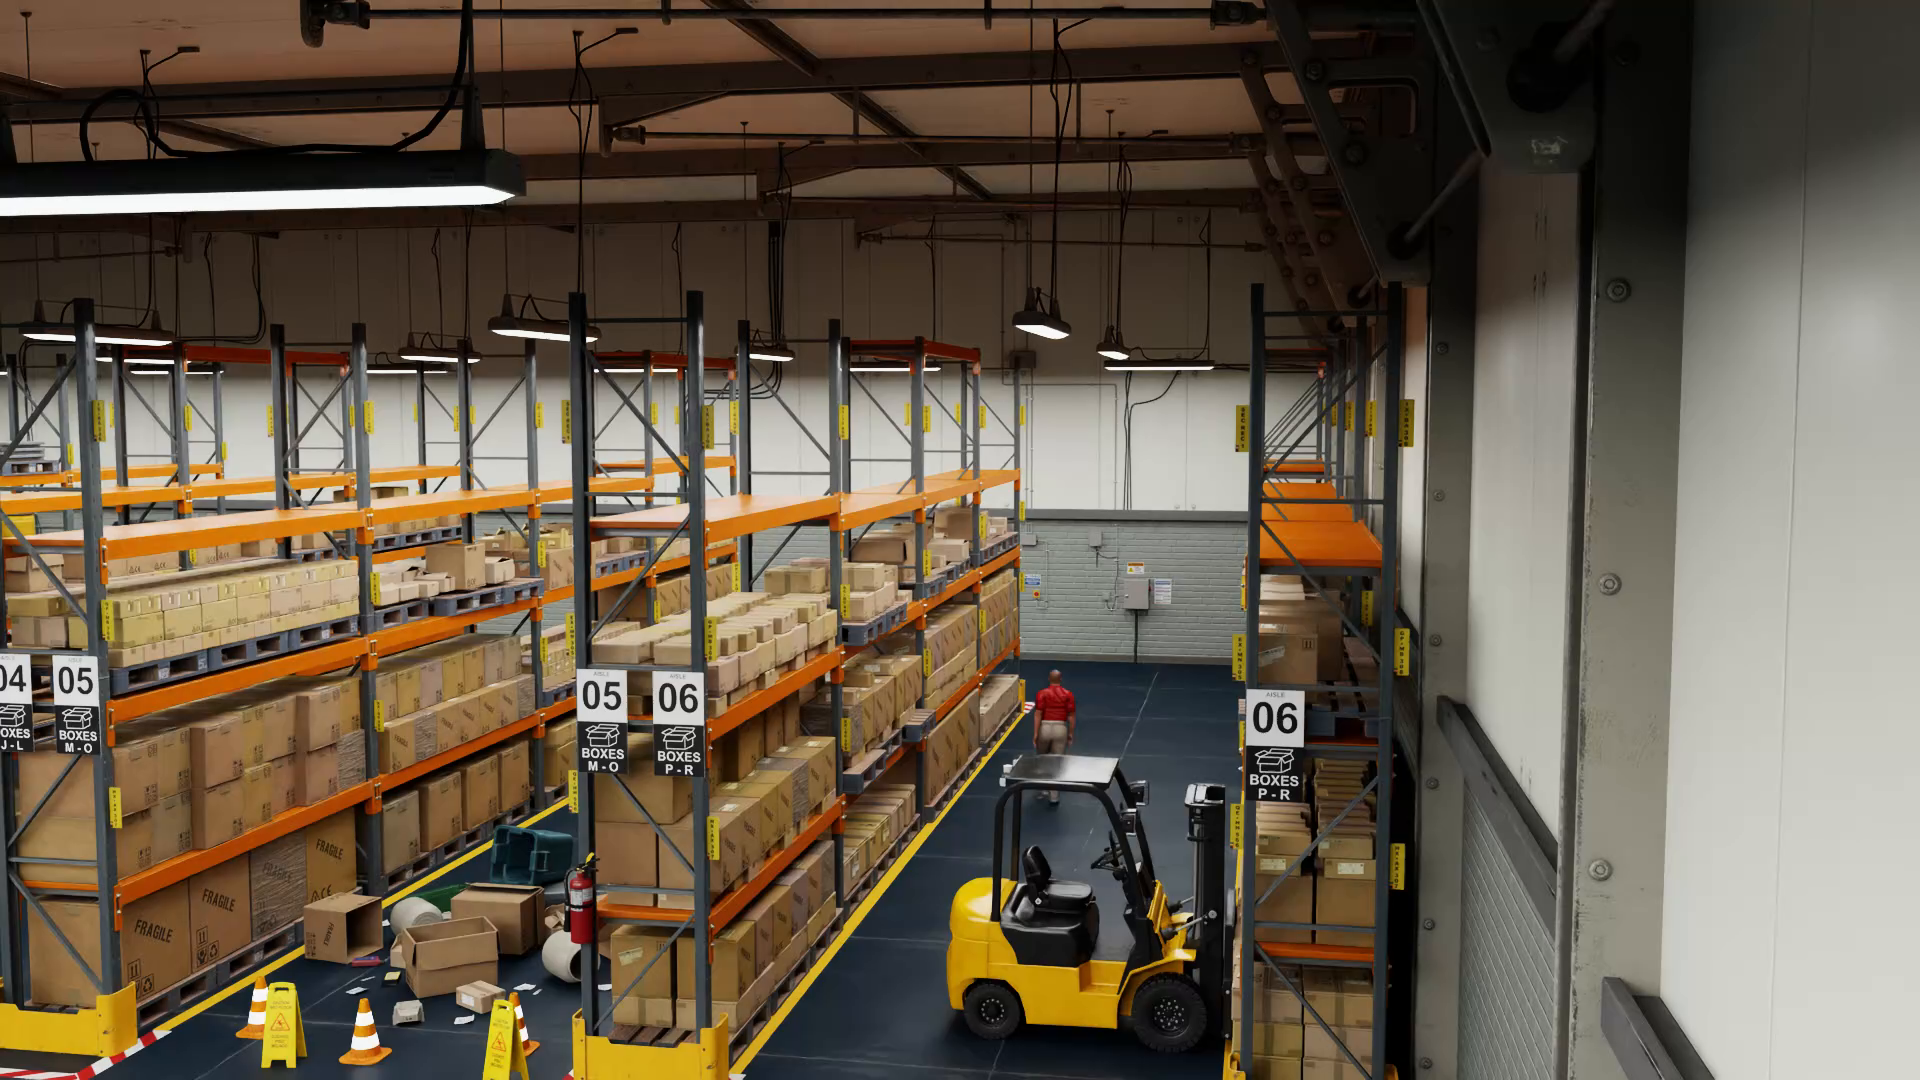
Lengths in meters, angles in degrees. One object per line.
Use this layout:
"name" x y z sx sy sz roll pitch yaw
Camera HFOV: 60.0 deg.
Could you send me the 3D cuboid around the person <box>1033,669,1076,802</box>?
"person" 1.234 2.589 21.764 0.553 1.785 0.599 0 5 5
